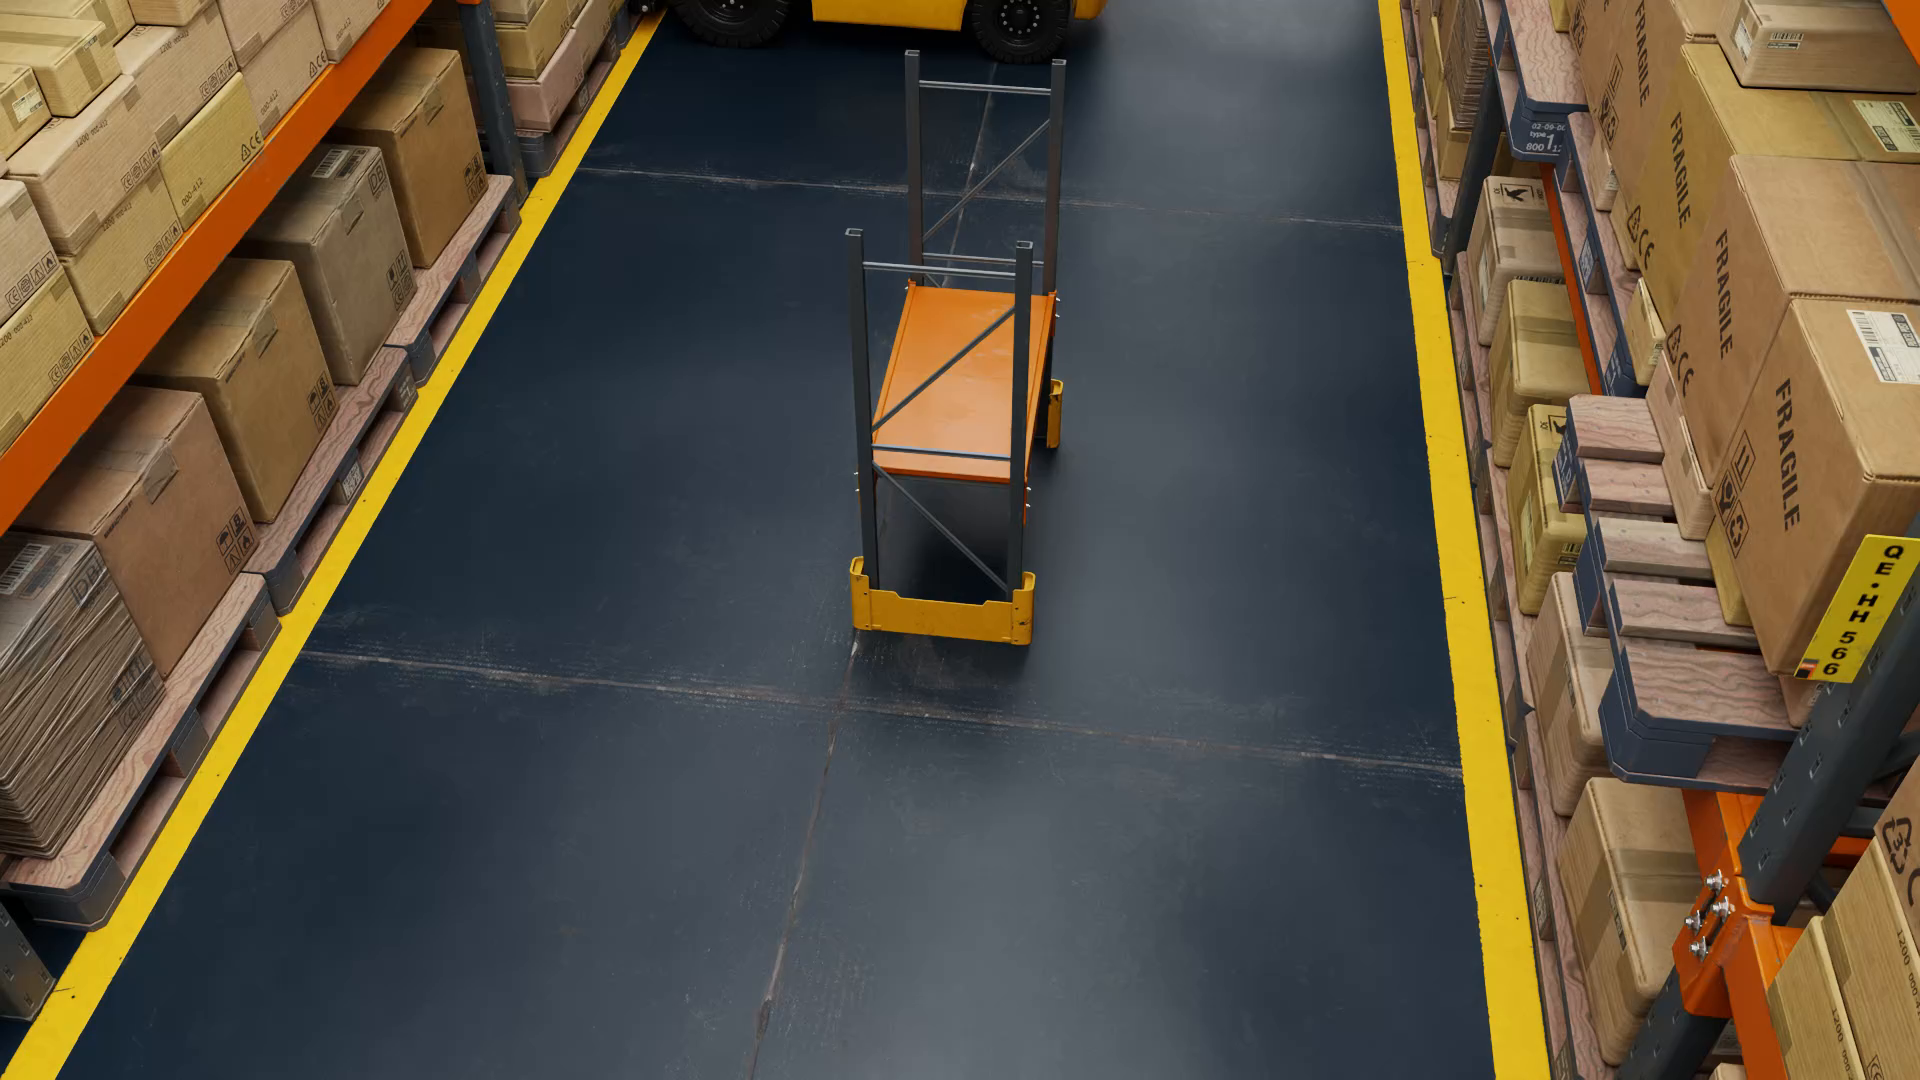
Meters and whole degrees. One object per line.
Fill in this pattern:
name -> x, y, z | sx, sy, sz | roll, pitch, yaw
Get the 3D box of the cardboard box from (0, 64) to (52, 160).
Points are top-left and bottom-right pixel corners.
cardboard box -> -2.537, -1.074, 4.158 | 0.380, 0.149, 0.250 | 6, 44, 6

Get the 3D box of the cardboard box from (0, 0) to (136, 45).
cardboard box -> -2.506, -1.428, 4.532 | 0.380, 0.149, 0.250 | 5, 44, 6

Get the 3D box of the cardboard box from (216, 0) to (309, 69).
cardboard box -> -2.356, -1.695, 5.104 | 0.500, 0.250, 0.500 | 6, 44, 6

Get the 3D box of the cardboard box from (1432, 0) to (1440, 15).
cardboard box -> 2.454, -2.725, 7.595 | 0.500, 0.500, 0.500 | 7, 44, 8

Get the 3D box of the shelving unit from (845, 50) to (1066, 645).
shelving unit -> 0.010, -0.597, 5.289 | 0.587, 1.500, 1.083 | 5, 44, 6

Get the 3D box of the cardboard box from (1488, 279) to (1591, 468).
cardboard box -> 2.352, -0.526, 5.730 | 0.950, 0.372, 0.625 | 8, 44, 8

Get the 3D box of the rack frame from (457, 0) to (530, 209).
rack frame -> -2.410, -2.625, 6.340 | 1.000, 3.000, 0.127 | 5, 44, 6

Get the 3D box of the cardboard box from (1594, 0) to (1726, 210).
cardboard box -> 1.962, -1.151, 4.190 | 0.500, 0.500, 0.500 | 4, 44, 4

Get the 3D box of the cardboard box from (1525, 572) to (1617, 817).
cardboard box -> 2.156, 0.464, 4.684 | 0.950, 0.372, 0.625 | 4, 44, 5

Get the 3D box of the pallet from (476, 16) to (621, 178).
pallet -> -2.264, -2.150, 7.867 | 1.003, 0.211, 1.213 | 5, 44, 6

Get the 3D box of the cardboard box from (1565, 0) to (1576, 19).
cardboard box -> 2.098, -1.838, 4.915 | 0.500, 0.500, 0.500 | 5, 44, 6

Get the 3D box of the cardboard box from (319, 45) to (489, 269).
cardboard box -> -2.468, -1.558, 6.636 | 0.875, 0.625, 0.625 | 7, 44, 7

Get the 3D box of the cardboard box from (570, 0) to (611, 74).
cardboard box -> -1.966, -2.426, 7.825 | 0.500, 0.250, 0.500 | 4, 44, 5

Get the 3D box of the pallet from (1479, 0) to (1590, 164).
pallet -> 2.265, -1.599, 5.396 | 1.003, 0.211, 1.213 | 5, 44, 6

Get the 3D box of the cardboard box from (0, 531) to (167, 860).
cardboard box -> -2.843, 0.387, 4.581 | 0.875, 0.625, 0.625 | 7, 44, 7

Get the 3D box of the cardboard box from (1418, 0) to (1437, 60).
cardboard box -> 2.454, -2.467, 7.869 | 0.500, 0.250, 0.500 | 6, 44, 6

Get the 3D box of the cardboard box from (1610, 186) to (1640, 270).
cardboard box -> 1.918, -0.819, 4.311 | 0.380, 0.149, 0.250 | 4, 44, 4

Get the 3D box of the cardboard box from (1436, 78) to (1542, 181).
cardboard box -> 2.322, -1.758, 7.119 | 0.500, 0.250, 0.500 | 7, 44, 7

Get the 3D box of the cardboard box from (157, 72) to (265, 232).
cardboard box -> -2.435, -1.172, 4.915 | 0.500, 0.250, 0.500 | 7, 44, 7

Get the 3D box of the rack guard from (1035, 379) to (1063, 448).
rack guard -> 0.076, -0.482, 6.077 | 0.587, 0.250, 0.087 | 5, 44, 6

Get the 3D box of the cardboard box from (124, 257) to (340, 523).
cardboard box -> -2.676, -0.518, 5.537 | 0.875, 0.625, 0.625 | 4, 44, 4

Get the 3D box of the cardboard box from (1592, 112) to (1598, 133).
cardboard box -> 2.011, -1.180, 4.692 | 0.380, 0.149, 0.250 | 6, 44, 6

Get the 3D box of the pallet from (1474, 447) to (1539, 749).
pallet -> 2.250, 0.201, 5.384 | 1.003, 0.211, 1.213 | 5, 44, 6

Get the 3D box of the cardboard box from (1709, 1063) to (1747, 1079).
cardboard box -> 1.808, 1.632, 3.084 | 0.875, 0.875, 0.875 | 5, 44, 5

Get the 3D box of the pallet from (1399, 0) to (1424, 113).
pallet -> 2.723, -2.458, 8.193 | 1.003, 0.211, 1.213 | 5, 44, 6

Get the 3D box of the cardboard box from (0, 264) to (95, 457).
cardboard box -> -2.567, -0.467, 4.170 | 0.500, 0.250, 0.500 | 4, 44, 5

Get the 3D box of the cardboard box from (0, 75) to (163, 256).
cardboard box -> -2.484, -1.002, 4.372 | 0.500, 0.250, 0.500 | 4, 44, 4

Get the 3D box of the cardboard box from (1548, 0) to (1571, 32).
cardboard box -> 2.082, -1.720, 5.262 | 0.380, 0.149, 0.250 | 6, 44, 6

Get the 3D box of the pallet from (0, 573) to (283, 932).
pallet -> -2.792, 0.556, 5.009 | 1.003, 0.211, 1.213 | 5, 44, 6

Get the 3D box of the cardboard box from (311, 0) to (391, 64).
cardboard box -> -2.279, -1.860, 5.642 | 0.500, 0.250, 0.500 | 5, 44, 5

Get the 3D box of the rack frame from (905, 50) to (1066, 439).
rack frame -> 0.078, -0.949, 5.662 | 0.500, 1.500, 0.032 | 5, 44, 6

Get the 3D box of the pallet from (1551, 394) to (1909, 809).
pallet -> 1.970, 0.124, 3.577 | 1.213, 0.211, 1.003 | 5, 44, 6

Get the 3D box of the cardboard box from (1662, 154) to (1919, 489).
cardboard box -> 1.824, -0.435, 3.434 | 0.500, 0.500, 0.500 | 5, 44, 5

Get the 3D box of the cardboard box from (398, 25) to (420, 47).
cardboard box -> -2.549, -2.311, 7.340 | 0.500, 0.250, 0.500 | 4, 44, 5

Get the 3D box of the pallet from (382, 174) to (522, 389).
pallet -> -2.469, -1.107, 6.765 | 1.003, 0.211, 1.213 | 5, 44, 6

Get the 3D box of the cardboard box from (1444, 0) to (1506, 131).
cardboard box -> 2.323, -2.030, 6.861 | 0.500, 0.500, 0.500 | 5, 44, 5

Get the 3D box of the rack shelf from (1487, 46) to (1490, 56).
rack shelf -> 2.775, -3.278, 7.553 | 1.077, 0.370, 4.000 | 5, 44, 6

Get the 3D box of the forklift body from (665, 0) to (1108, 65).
forklift body -> -0.324, -3.584, 7.971 | 2.313, 2.155, 1.214 | 5, 44, 6

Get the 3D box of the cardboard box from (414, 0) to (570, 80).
cardboard box -> -2.040, -2.262, 7.288 | 0.500, 0.250, 0.500 | 5, 44, 5

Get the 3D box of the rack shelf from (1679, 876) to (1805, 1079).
rack shelf -> 1.717, 2.174, 1.795 | 1.077, 0.370, 4.000 | 5, 44, 6

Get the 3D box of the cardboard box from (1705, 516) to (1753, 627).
cardboard box -> 1.755, 0.055, 3.388 | 0.380, 0.149, 0.250 | 6, 44, 6

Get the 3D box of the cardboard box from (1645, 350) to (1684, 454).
cardboard box -> 1.785, -0.292, 3.754 | 0.380, 0.149, 0.250 | 3, 44, 4

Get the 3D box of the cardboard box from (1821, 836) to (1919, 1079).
cardboard box -> 1.670, 0.746, 2.526 | 0.500, 0.250, 0.500 | 5, 44, 5
